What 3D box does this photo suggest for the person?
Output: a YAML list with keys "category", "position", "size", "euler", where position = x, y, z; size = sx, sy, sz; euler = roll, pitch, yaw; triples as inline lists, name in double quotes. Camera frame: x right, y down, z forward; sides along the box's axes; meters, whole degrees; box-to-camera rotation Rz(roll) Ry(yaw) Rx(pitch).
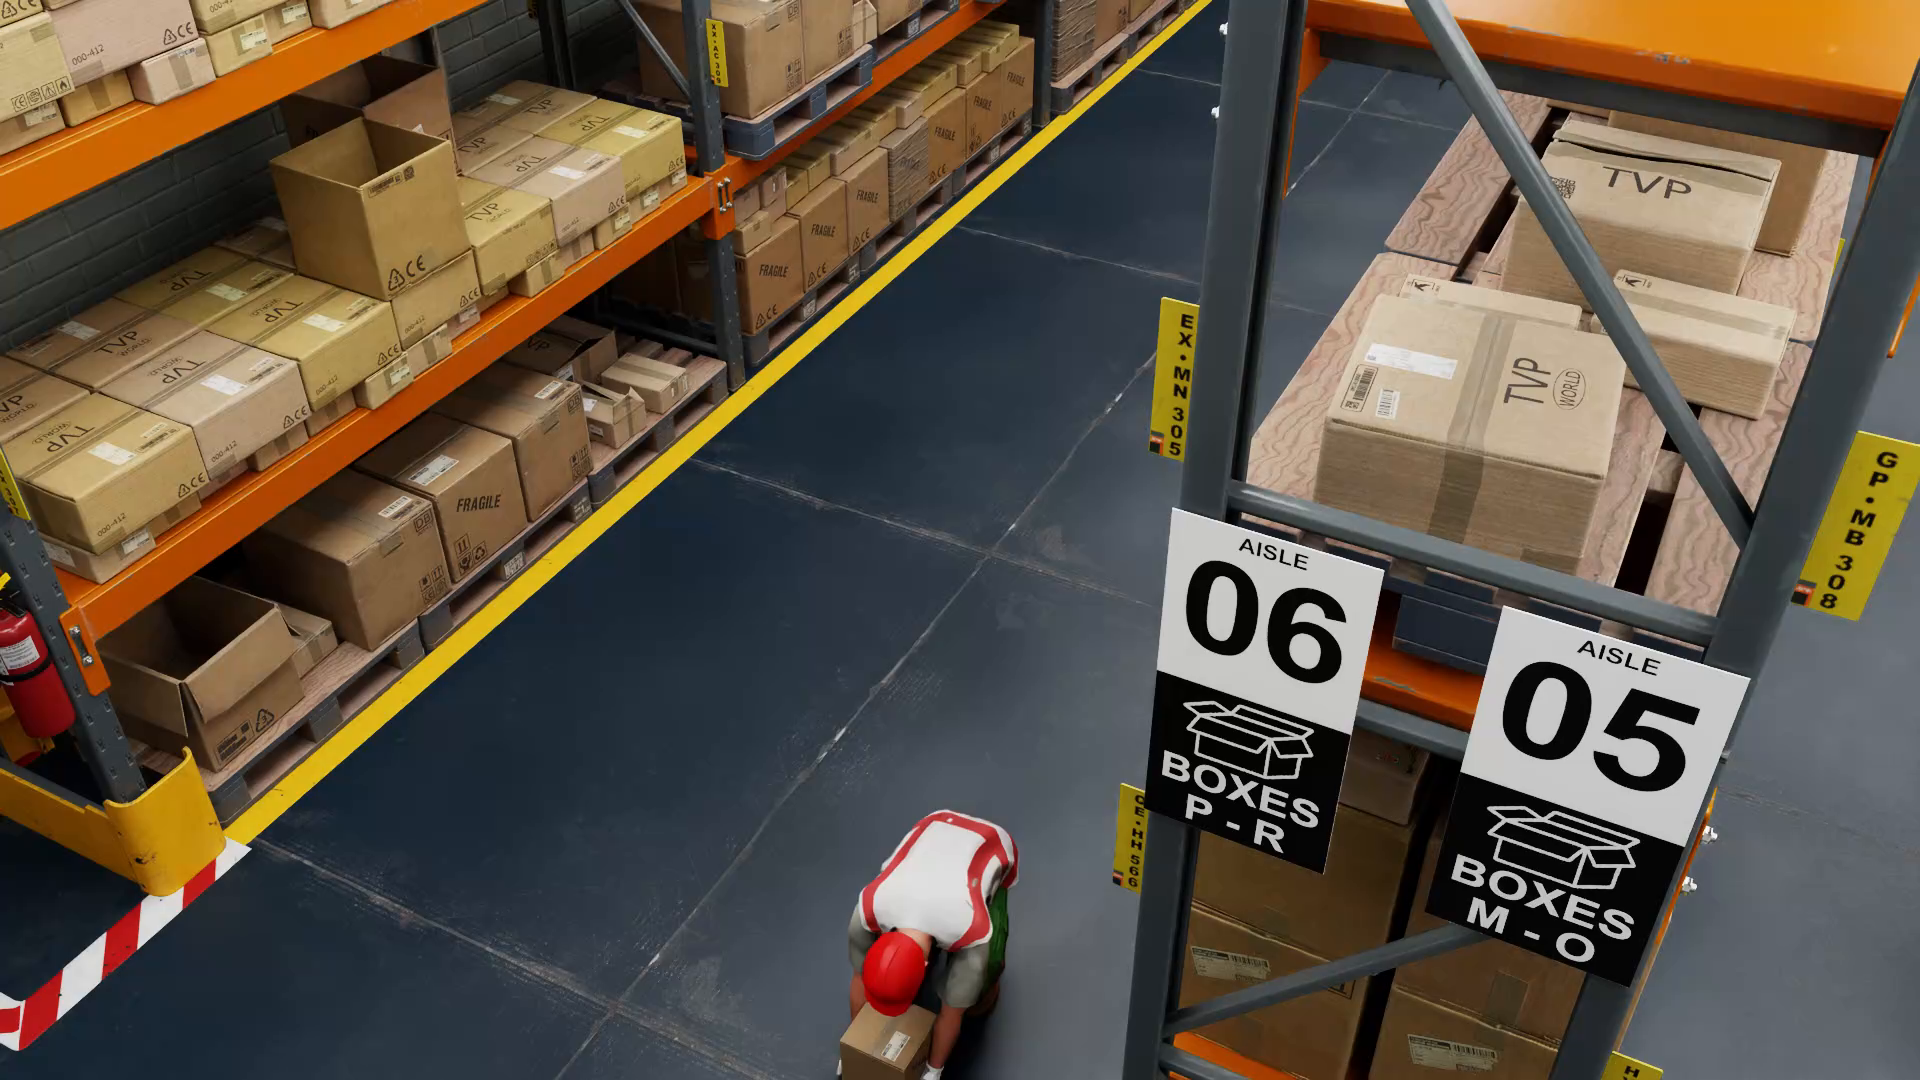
- category: "person"
  position: [-0.102, 1.410, 5.786]
  size: [0.532, 0.844, 0.938]
  euler: [15, 40, 19]
